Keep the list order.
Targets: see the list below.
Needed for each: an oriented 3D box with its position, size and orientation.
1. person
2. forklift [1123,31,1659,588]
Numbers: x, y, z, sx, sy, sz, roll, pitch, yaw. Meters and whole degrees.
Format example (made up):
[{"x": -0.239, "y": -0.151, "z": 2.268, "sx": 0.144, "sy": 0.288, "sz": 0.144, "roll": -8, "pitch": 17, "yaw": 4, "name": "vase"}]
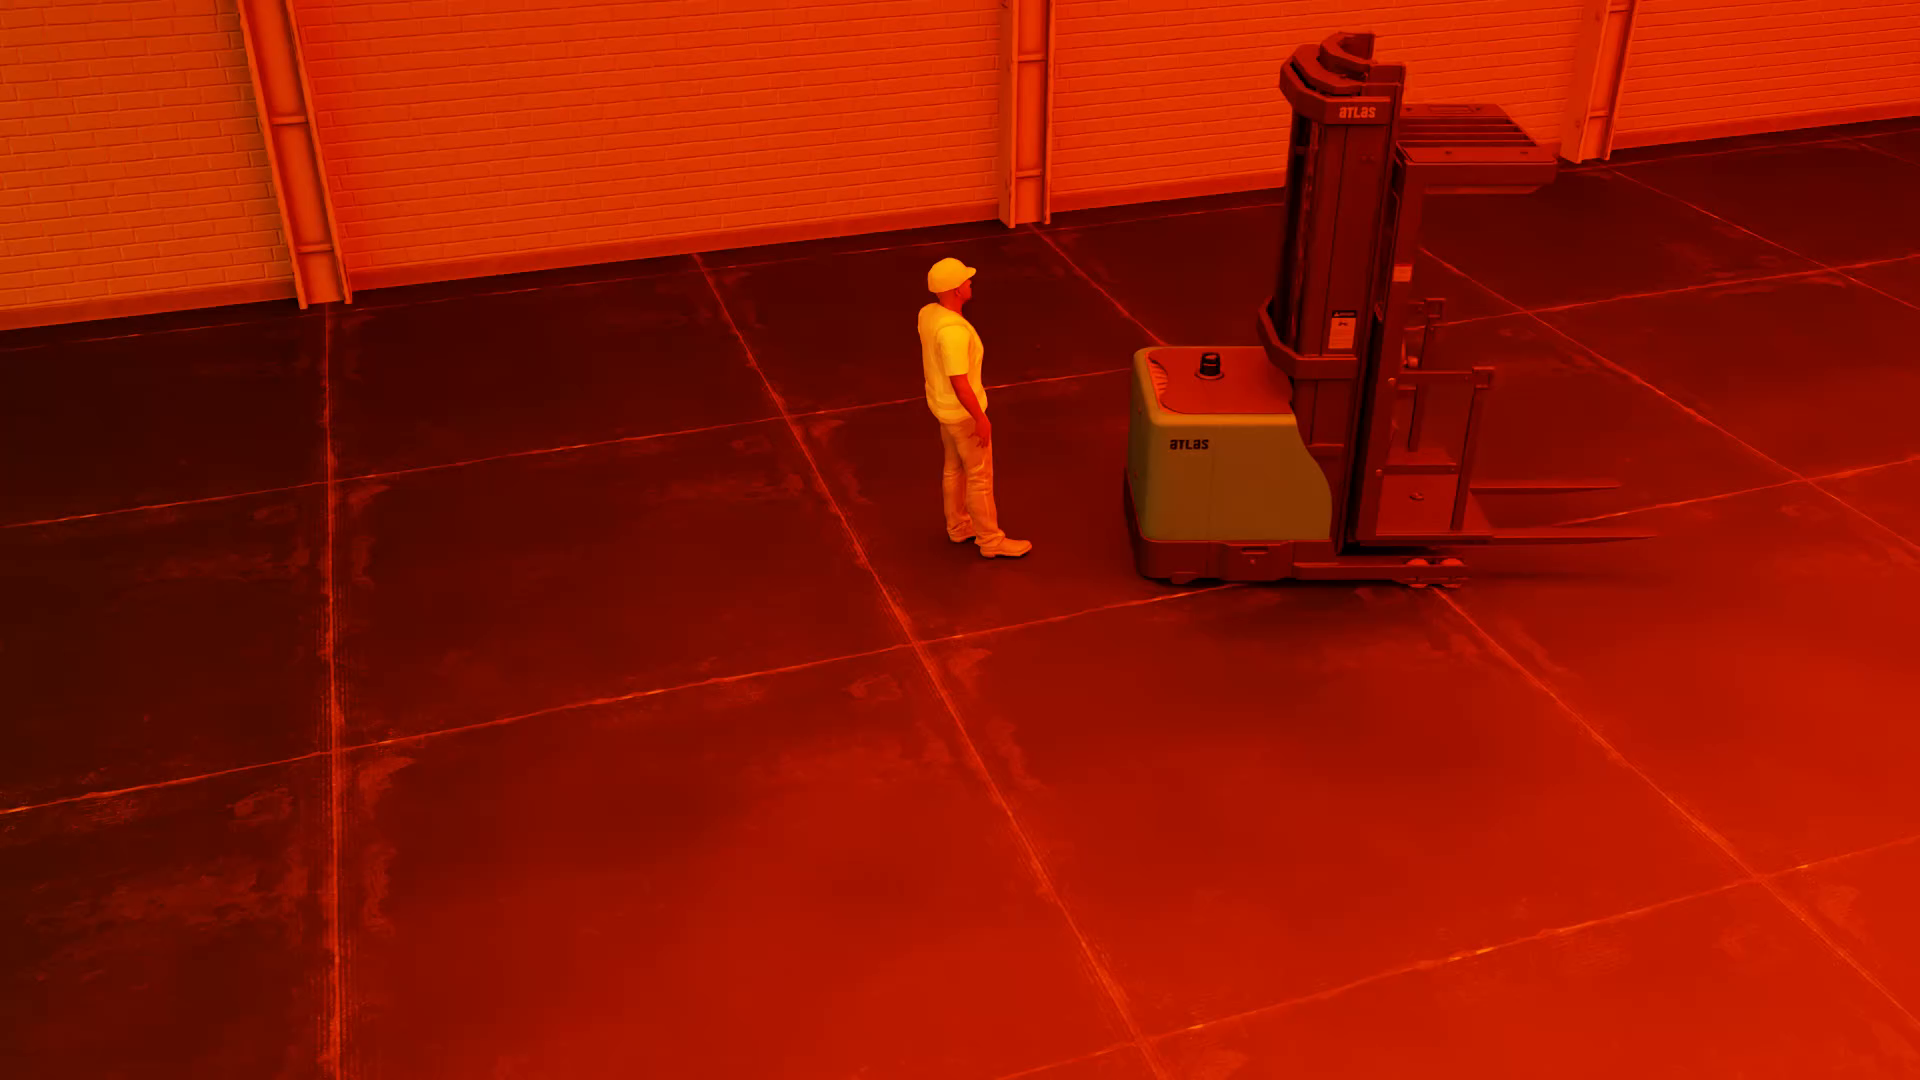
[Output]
[{"x": 0.068, "y": -0.780, "z": 9.597, "sx": 0.575, "sy": 1.768, "sz": 0.666, "roll": -10, "pitch": 31, "yaw": -16, "name": "person"}, {"x": 2.532, "y": -1.260, "z": 9.277, "sx": 3.031, "sy": 2.935, "sz": 1.130, "roll": 0, "pitch": 30, "yaw": -1, "name": "forklift"}]
